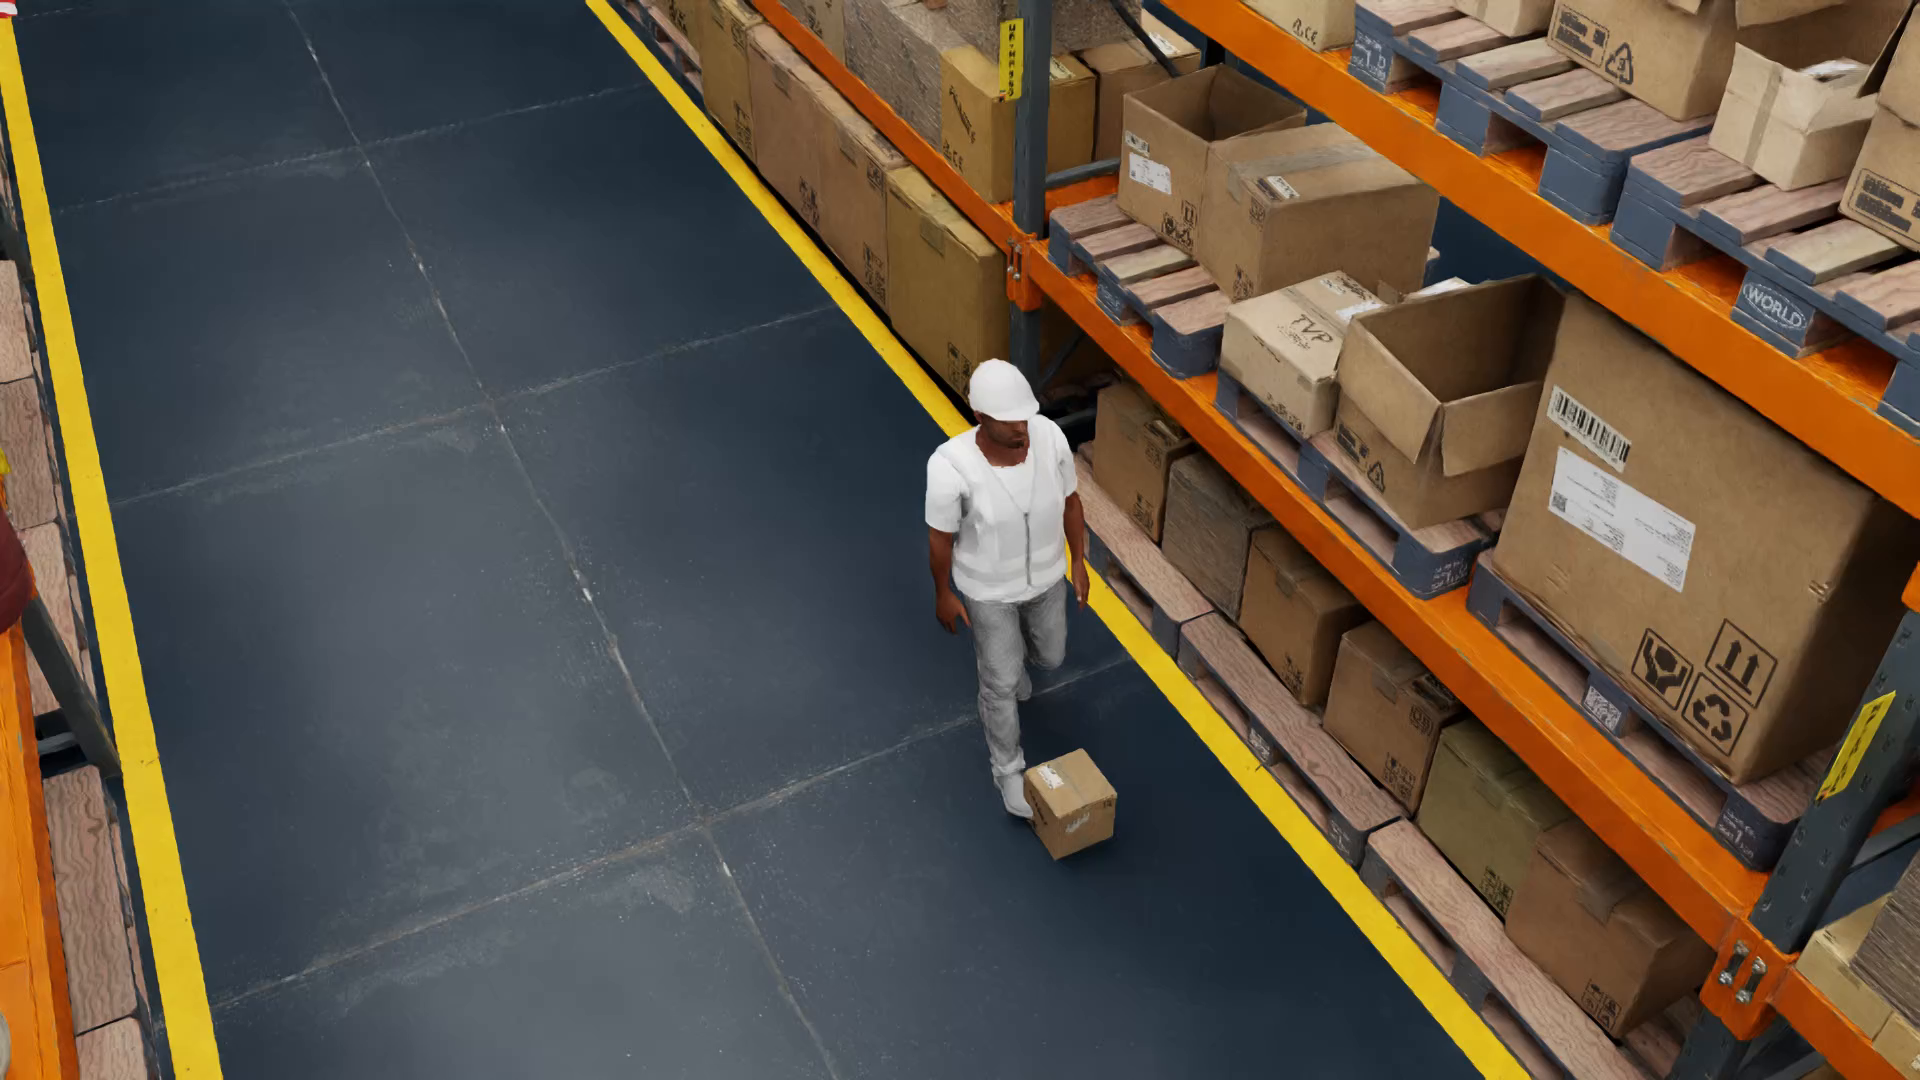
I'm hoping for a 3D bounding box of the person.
[{"bbox_3d":[0.203,0.149,5.980,0.578,1.752,0.819,-19,44,-20],"label":"person"}]
